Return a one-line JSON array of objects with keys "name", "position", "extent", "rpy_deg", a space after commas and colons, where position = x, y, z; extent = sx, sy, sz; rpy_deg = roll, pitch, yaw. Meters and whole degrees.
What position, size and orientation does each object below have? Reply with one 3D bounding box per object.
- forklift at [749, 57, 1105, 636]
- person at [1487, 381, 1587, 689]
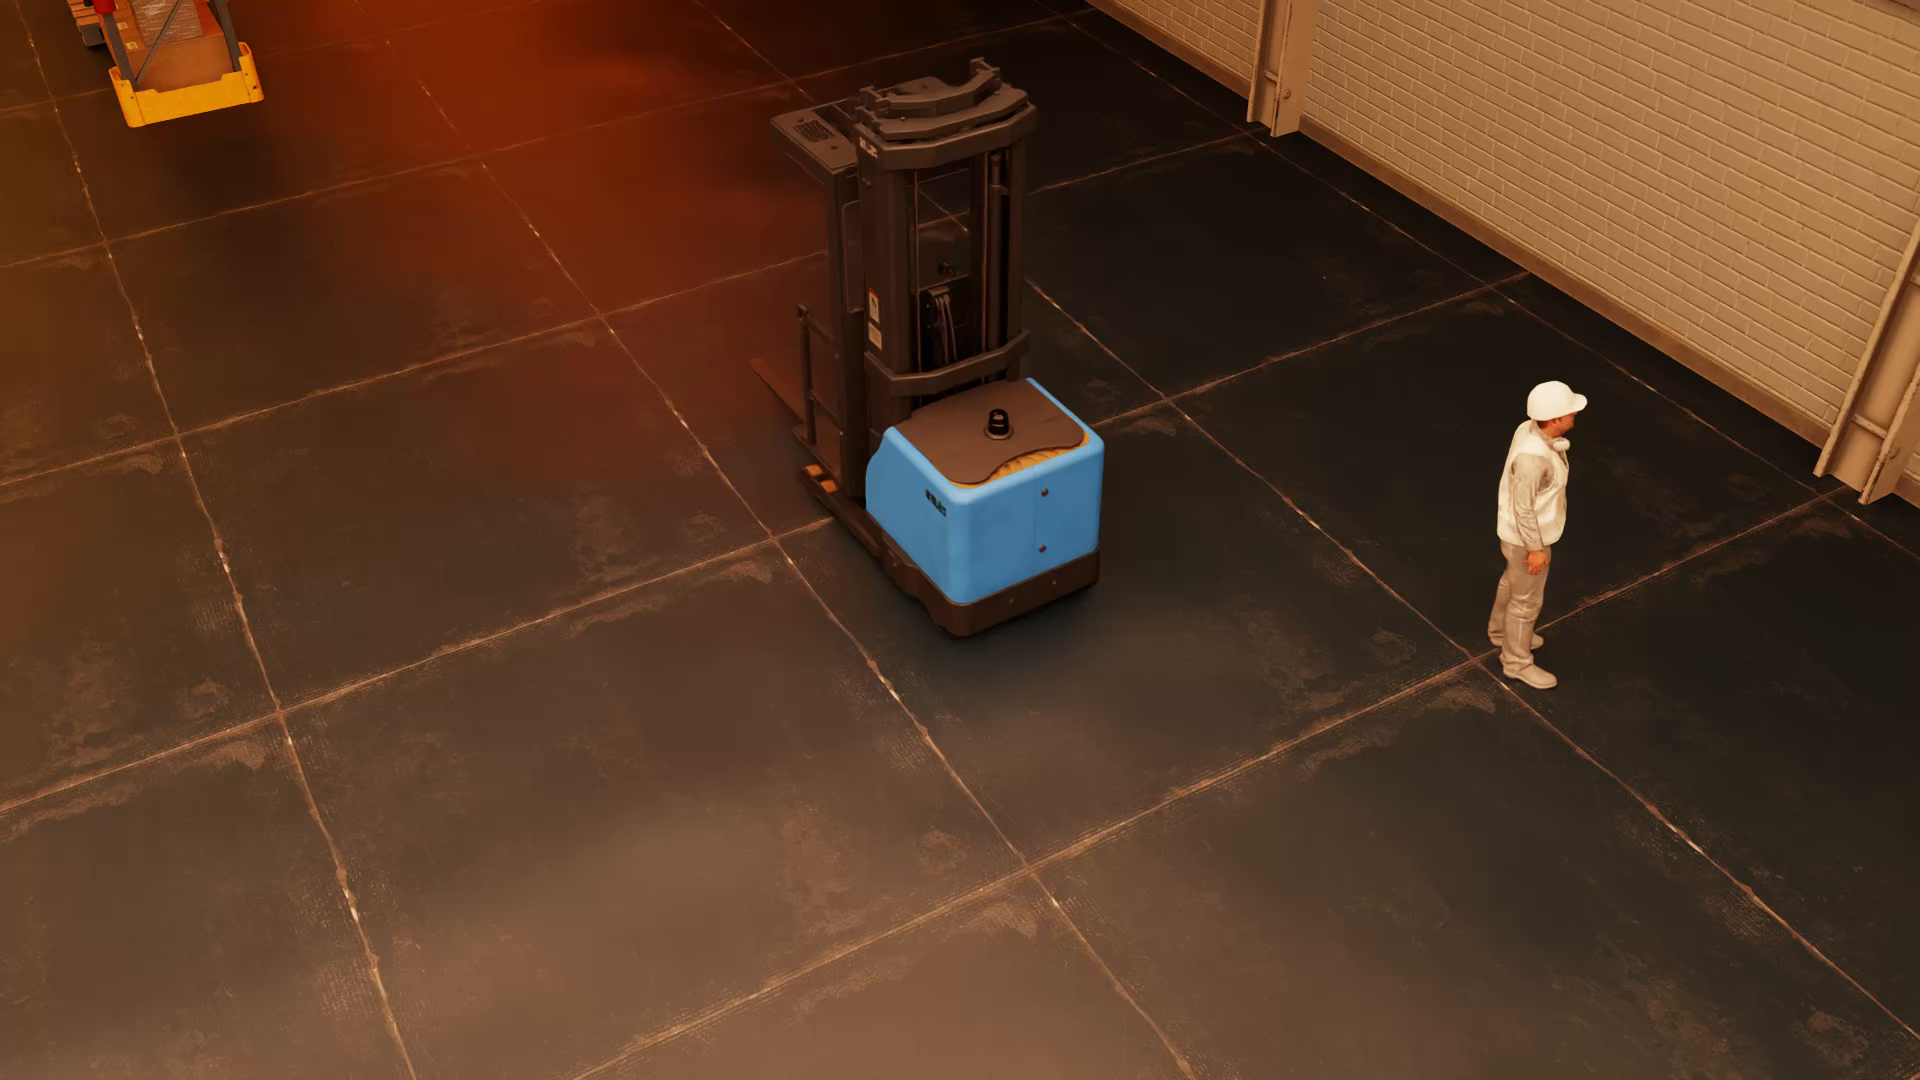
[{"name": "forklift", "position": [-0.375, -1.491, 9.833], "extent": [1.130, 2.935, 3.031], "rpy_deg": [-22, 44, -24]}, {"name": "person", "position": [3.161, -0.063, 9.015], "extent": [0.554, 1.773, 0.622], "rpy_deg": [12, 41, 14]}]
